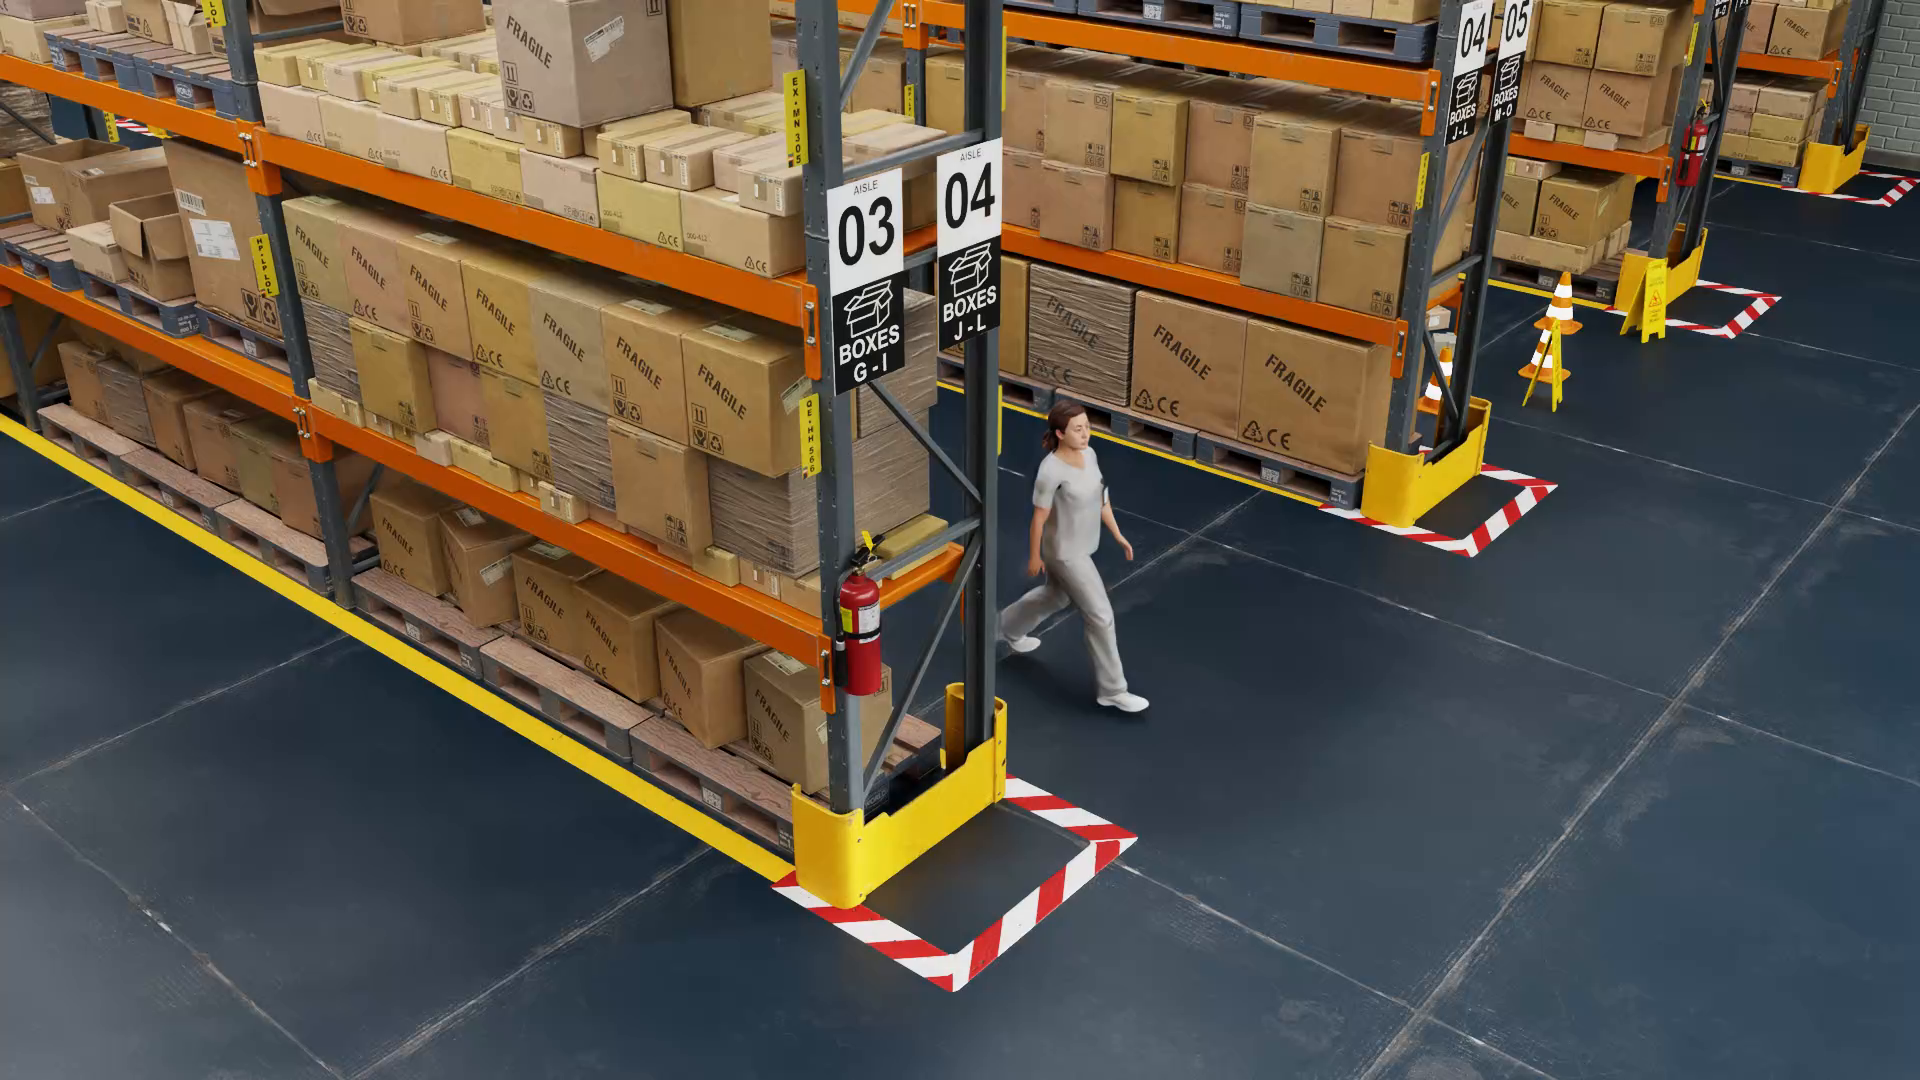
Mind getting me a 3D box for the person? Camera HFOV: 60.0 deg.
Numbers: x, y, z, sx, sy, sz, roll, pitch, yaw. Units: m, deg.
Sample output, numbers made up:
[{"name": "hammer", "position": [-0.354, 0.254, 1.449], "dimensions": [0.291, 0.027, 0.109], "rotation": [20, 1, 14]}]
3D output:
[{"name": "person", "position": [0.576, 0.033, 8.564], "dimensions": [1.051, 1.613, 0.450], "rotation": [16, 31, 27]}]
